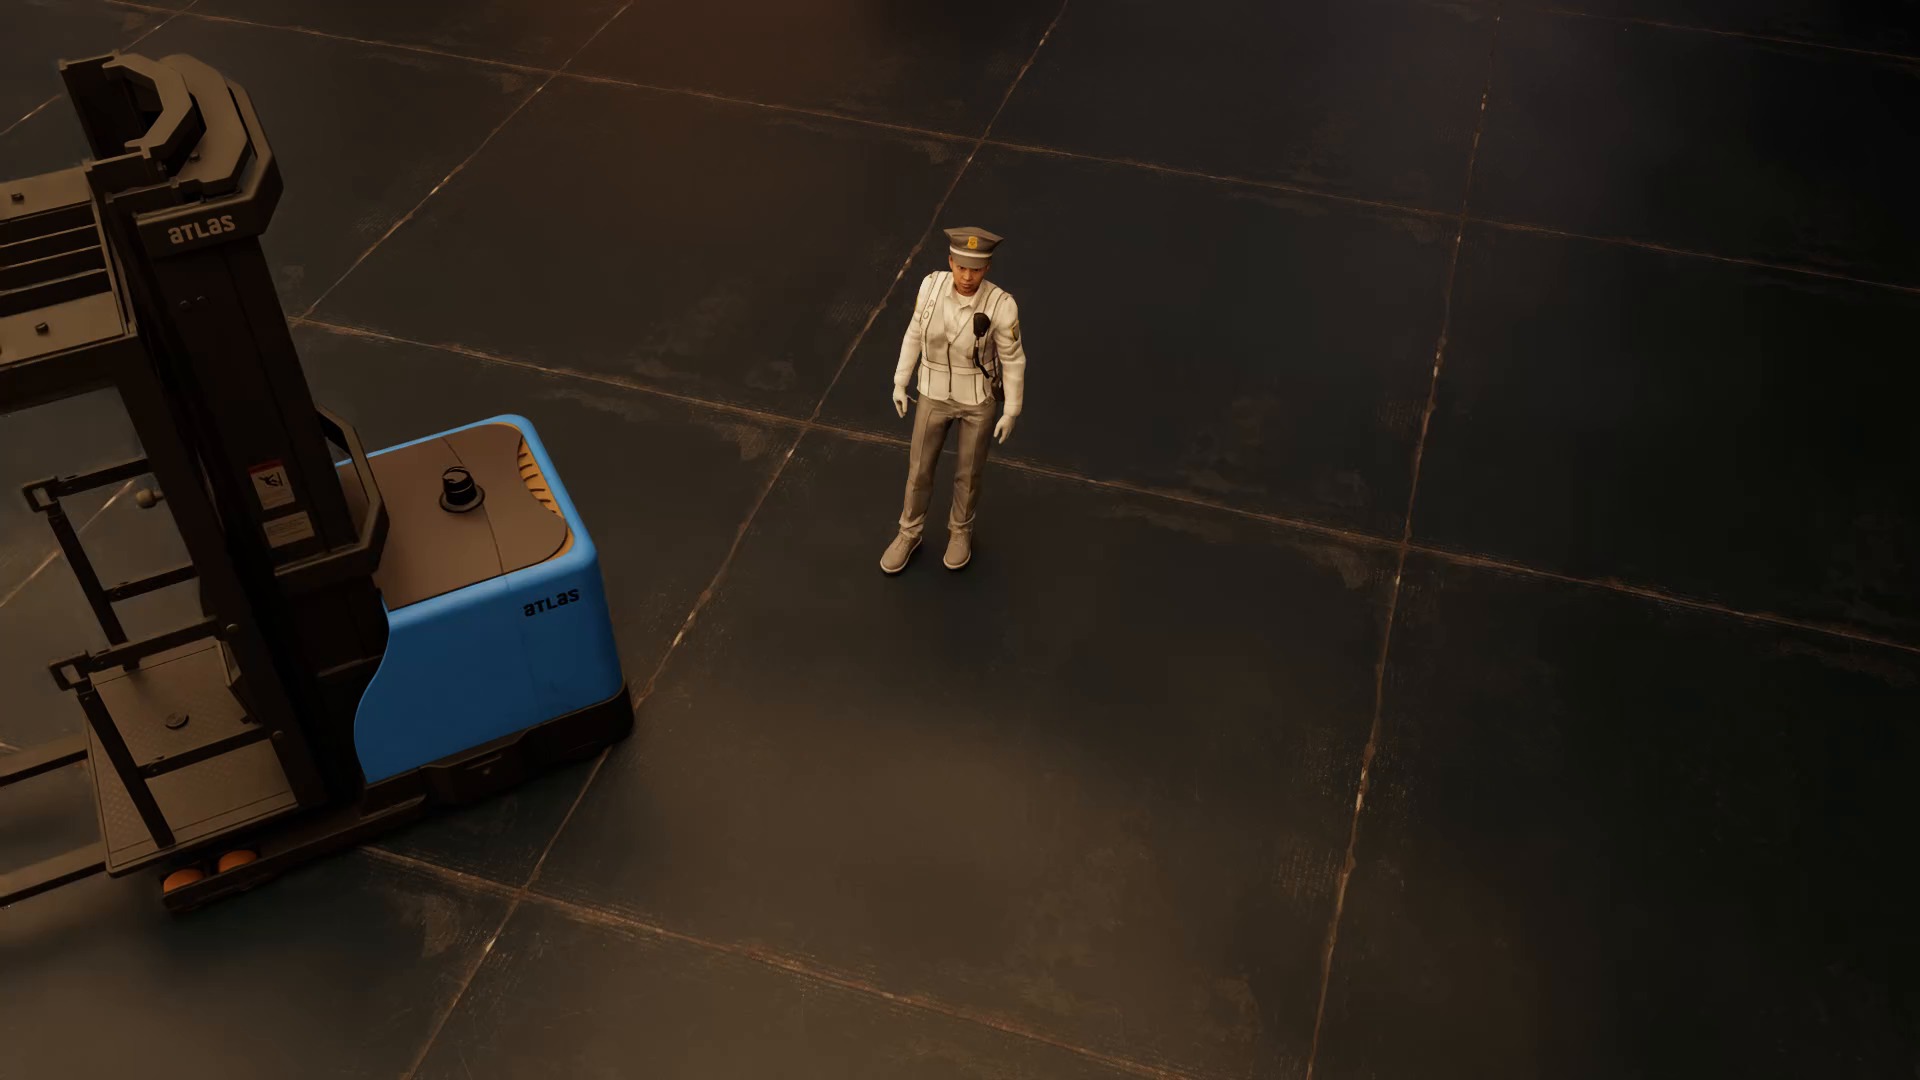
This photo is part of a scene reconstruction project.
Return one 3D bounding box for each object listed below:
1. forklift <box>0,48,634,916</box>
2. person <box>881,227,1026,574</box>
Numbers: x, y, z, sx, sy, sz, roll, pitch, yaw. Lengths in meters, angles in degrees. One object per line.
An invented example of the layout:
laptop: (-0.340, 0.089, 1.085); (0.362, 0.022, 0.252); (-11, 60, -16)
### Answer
forklift: (-2.907, -0.077, 5.772); (3.031, 2.935, 1.130); (-19, 46, -19)
person: (-0.027, -0.582, 7.212); (0.587, 1.694, 0.529); (12, 44, 13)
